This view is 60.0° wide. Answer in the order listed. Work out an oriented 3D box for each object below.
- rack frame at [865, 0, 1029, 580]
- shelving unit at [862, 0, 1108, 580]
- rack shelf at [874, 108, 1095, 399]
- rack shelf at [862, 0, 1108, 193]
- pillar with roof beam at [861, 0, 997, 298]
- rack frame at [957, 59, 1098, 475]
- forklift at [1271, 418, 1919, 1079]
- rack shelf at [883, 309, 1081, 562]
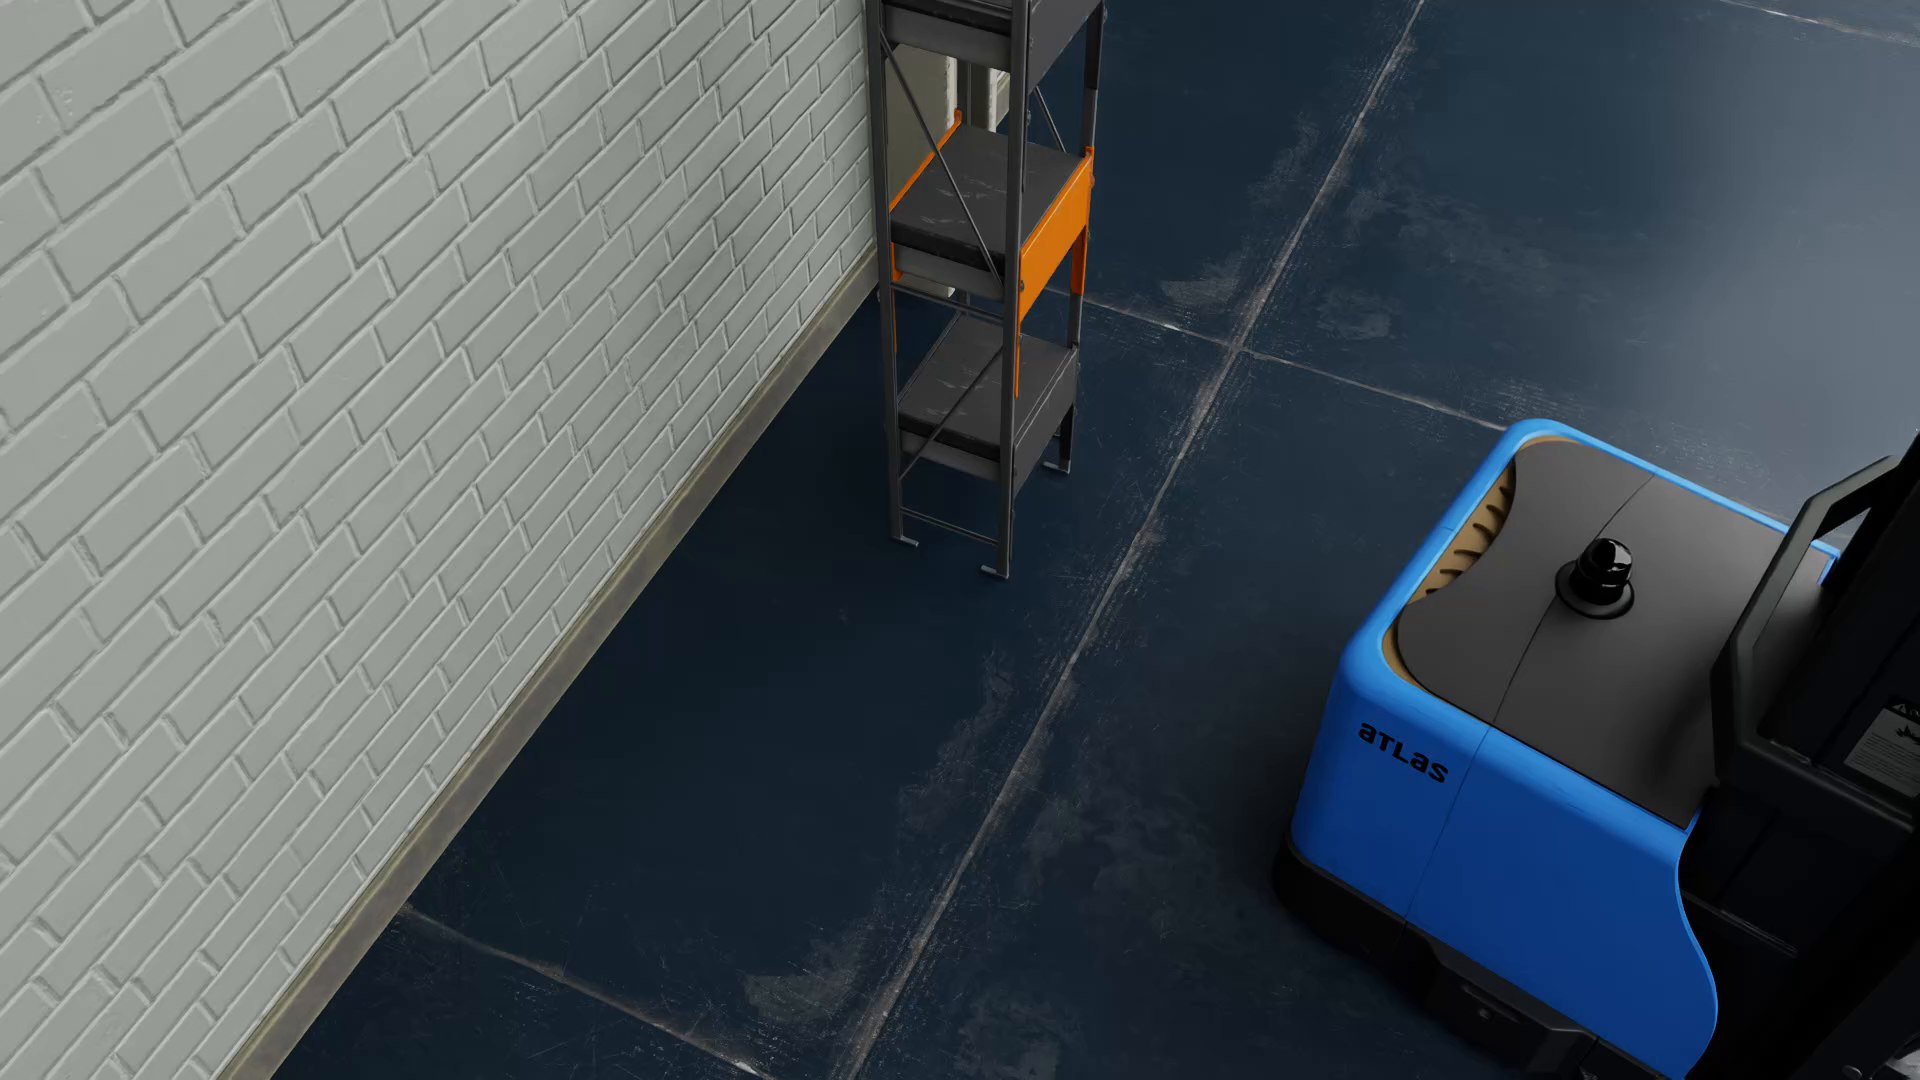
[{"bbox_3d":[-0.034,-0.626,4.404,0.400,2.100,0.015,20,52,16],"label":"rack frame"},{"bbox_3d":[0.071,-0.794,4.547,0.431,2.100,0.503,20,52,16],"label":"shelving unit"},{"bbox_3d":[0.071,-0.786,4.558,0.431,0.518,0.480,20,52,16],"label":"rack shelf"},{"bbox_3d":[0.071,-1.239,4.025,0.431,0.518,0.480,20,52,16],"label":"rack shelf"},{"bbox_3d":[3.797,-2.574,1.532,9.100,9.000,0.400,20,52,16],"label":"pillar with roof beam"},{"bbox_3d":[0.175,-0.962,4.690,0.400,2.100,0.015,20,52,16],"label":"rack frame"},{"bbox_3d":[2.306,0.386,2.997,3.031,2.935,1.130,30,56,23],"label":"forklift"},{"bbox_3d":[0.071,-0.332,5.091,0.431,0.518,0.480,20,52,16],"label":"rack shelf"}]
